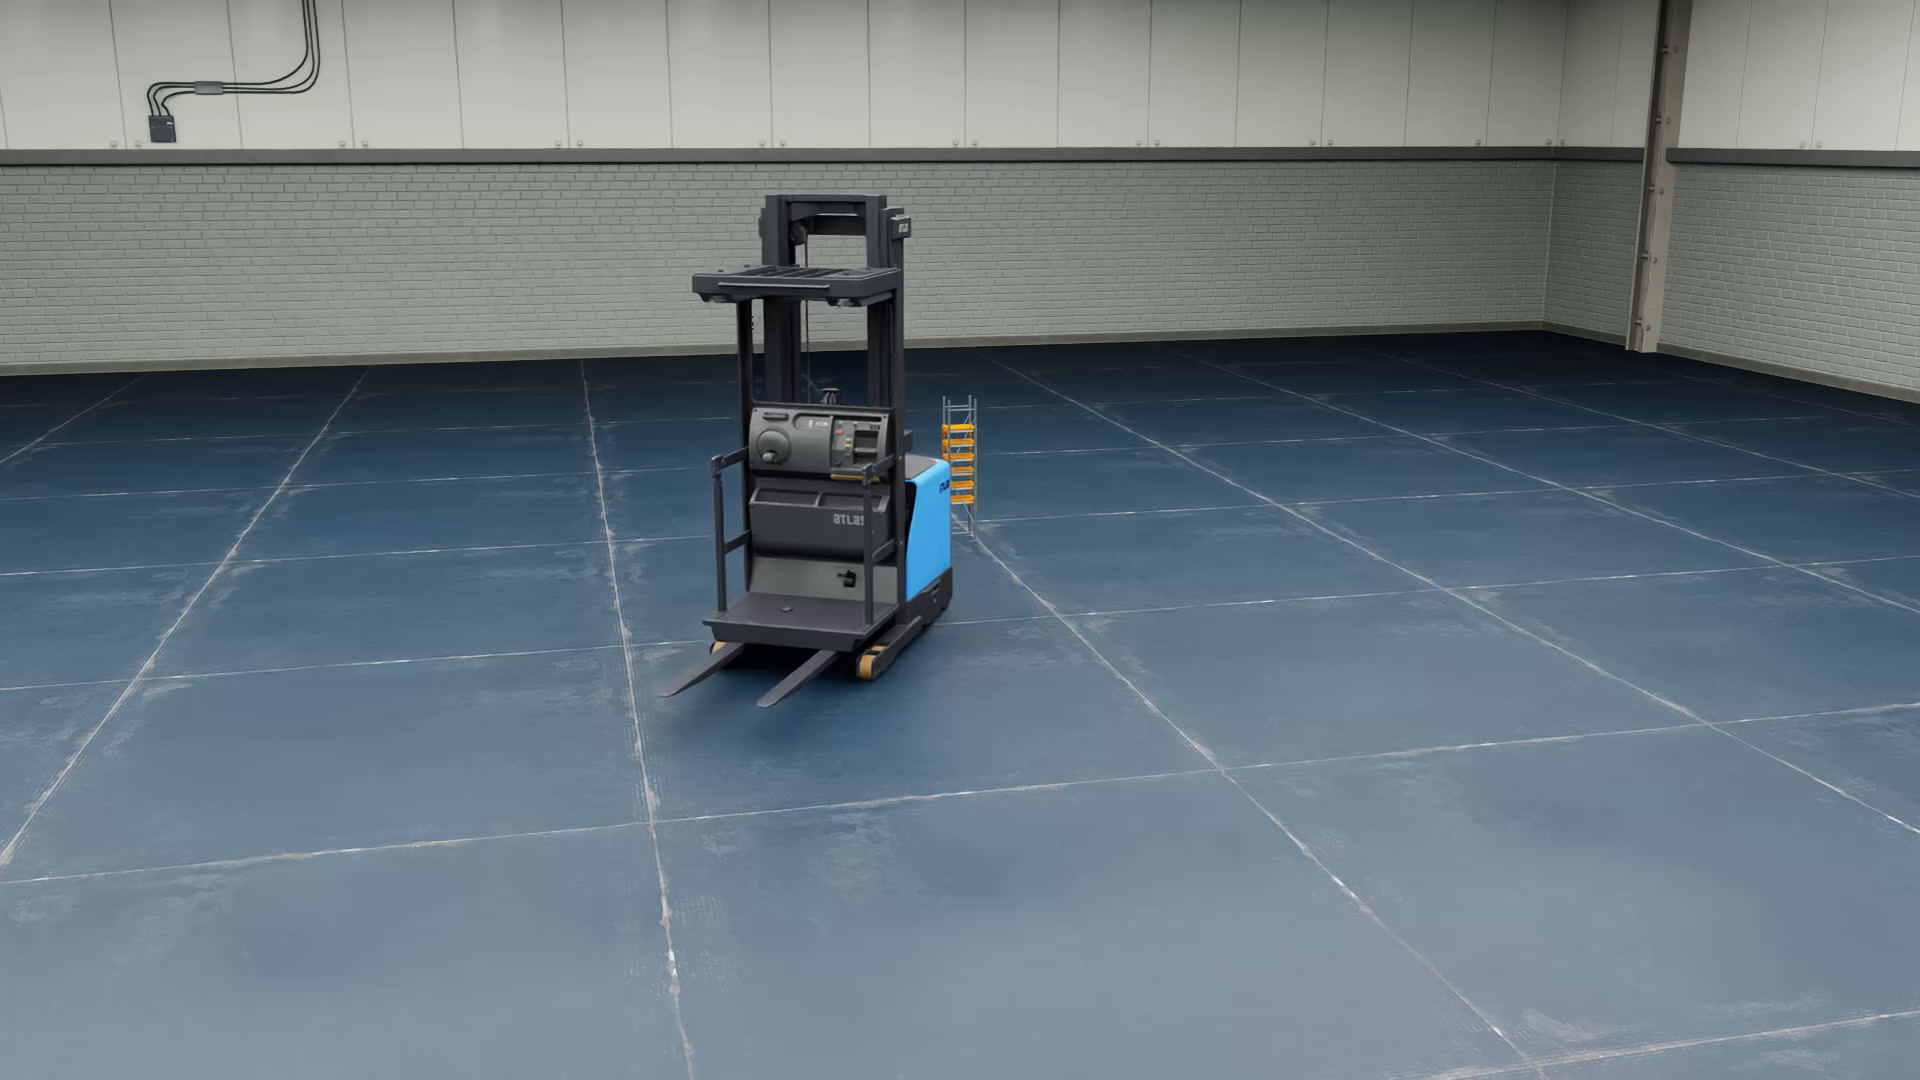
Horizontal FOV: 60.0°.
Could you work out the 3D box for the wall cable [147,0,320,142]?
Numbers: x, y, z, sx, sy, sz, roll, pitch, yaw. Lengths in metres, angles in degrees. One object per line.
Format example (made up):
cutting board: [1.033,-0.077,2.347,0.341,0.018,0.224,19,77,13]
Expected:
wall cable: [-10.107,-8.514,22.648,2.305,6.003,0.169,-3,14,-13]

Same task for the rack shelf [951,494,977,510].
rack shelf: [-0.003,-0.310,13.866,0.258,0.103,0.180,-3,14,-13]

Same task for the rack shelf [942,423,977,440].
rack shelf: [-0.003,-0.893,13.723,0.258,0.103,0.180,-3,14,-13]

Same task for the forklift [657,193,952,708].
forklift: [-0.961,-0.651,10.414,1.130,2.935,3.031,4,14,16]

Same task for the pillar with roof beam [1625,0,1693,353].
pillar with roof beam: [6.502,-7.099,24.022,9.100,9.000,0.400,-3,14,-13]

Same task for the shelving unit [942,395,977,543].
shelving unit: [-0.003,-0.586,13.798,0.258,1.200,0.189,-3,14,-13]

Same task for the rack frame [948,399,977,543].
rack frame: [0.018,-0.565,13.712,0.240,1.200,0.006,-3,14,-13]

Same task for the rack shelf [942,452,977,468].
rack shelf: [-0.003,-0.660,13.780,0.258,0.103,0.180,-3,14,-13]

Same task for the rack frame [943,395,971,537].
rack frame: [-0.025,-0.607,13.885,0.240,1.200,0.006,-3,14,-13]

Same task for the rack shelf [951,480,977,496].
rack shelf: [-0.003,-0.426,13.837,0.258,0.103,0.180,-3,14,-13]

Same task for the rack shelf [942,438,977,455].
rack shelf: [-0.003,-0.776,13.752,0.258,0.103,0.180,-3,14,-13]

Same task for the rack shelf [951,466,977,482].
rack shelf: [-0.003,-0.543,13.809,0.258,0.103,0.180,-3,14,-13]
